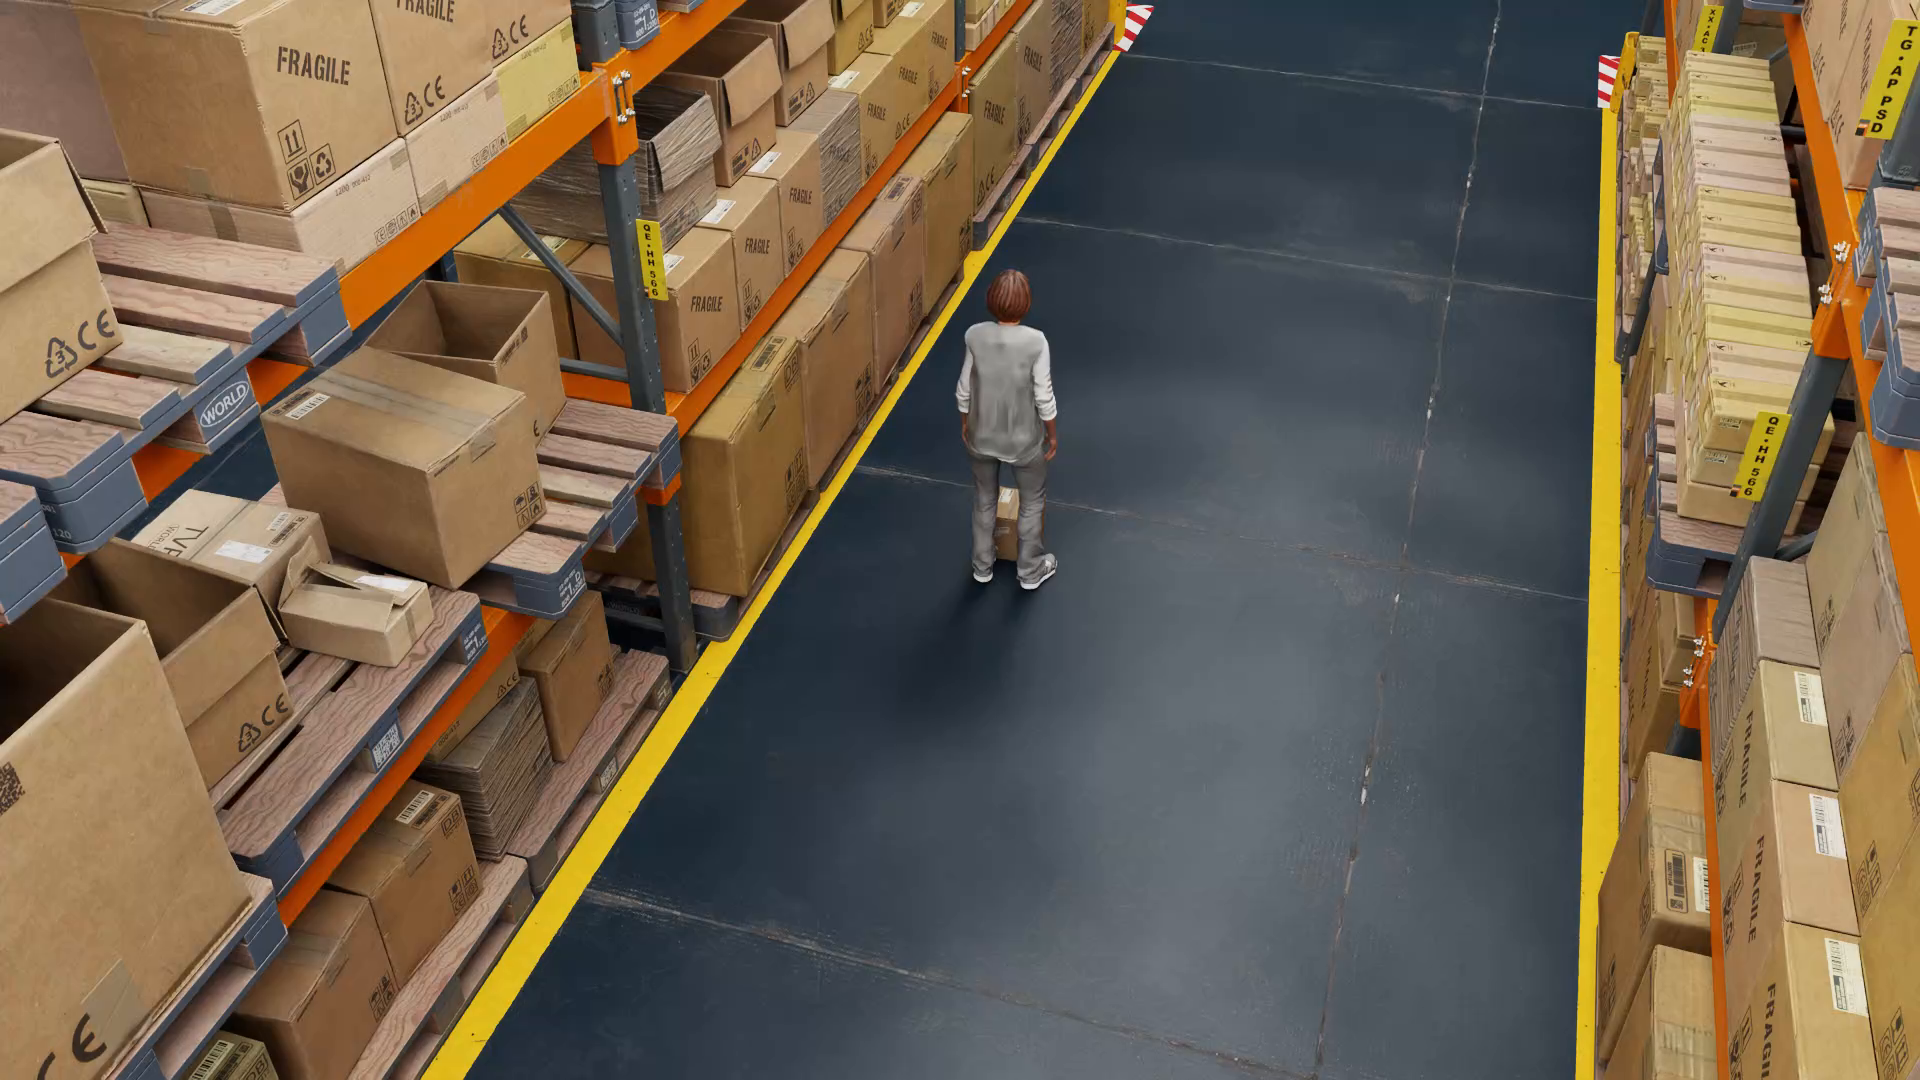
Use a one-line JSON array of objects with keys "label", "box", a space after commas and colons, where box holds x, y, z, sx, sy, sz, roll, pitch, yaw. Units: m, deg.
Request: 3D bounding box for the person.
[{"label": "person", "box": [0.211, -0.461, 7.506, 0.462, 1.582, 0.343, 11, 39, 14]}]
